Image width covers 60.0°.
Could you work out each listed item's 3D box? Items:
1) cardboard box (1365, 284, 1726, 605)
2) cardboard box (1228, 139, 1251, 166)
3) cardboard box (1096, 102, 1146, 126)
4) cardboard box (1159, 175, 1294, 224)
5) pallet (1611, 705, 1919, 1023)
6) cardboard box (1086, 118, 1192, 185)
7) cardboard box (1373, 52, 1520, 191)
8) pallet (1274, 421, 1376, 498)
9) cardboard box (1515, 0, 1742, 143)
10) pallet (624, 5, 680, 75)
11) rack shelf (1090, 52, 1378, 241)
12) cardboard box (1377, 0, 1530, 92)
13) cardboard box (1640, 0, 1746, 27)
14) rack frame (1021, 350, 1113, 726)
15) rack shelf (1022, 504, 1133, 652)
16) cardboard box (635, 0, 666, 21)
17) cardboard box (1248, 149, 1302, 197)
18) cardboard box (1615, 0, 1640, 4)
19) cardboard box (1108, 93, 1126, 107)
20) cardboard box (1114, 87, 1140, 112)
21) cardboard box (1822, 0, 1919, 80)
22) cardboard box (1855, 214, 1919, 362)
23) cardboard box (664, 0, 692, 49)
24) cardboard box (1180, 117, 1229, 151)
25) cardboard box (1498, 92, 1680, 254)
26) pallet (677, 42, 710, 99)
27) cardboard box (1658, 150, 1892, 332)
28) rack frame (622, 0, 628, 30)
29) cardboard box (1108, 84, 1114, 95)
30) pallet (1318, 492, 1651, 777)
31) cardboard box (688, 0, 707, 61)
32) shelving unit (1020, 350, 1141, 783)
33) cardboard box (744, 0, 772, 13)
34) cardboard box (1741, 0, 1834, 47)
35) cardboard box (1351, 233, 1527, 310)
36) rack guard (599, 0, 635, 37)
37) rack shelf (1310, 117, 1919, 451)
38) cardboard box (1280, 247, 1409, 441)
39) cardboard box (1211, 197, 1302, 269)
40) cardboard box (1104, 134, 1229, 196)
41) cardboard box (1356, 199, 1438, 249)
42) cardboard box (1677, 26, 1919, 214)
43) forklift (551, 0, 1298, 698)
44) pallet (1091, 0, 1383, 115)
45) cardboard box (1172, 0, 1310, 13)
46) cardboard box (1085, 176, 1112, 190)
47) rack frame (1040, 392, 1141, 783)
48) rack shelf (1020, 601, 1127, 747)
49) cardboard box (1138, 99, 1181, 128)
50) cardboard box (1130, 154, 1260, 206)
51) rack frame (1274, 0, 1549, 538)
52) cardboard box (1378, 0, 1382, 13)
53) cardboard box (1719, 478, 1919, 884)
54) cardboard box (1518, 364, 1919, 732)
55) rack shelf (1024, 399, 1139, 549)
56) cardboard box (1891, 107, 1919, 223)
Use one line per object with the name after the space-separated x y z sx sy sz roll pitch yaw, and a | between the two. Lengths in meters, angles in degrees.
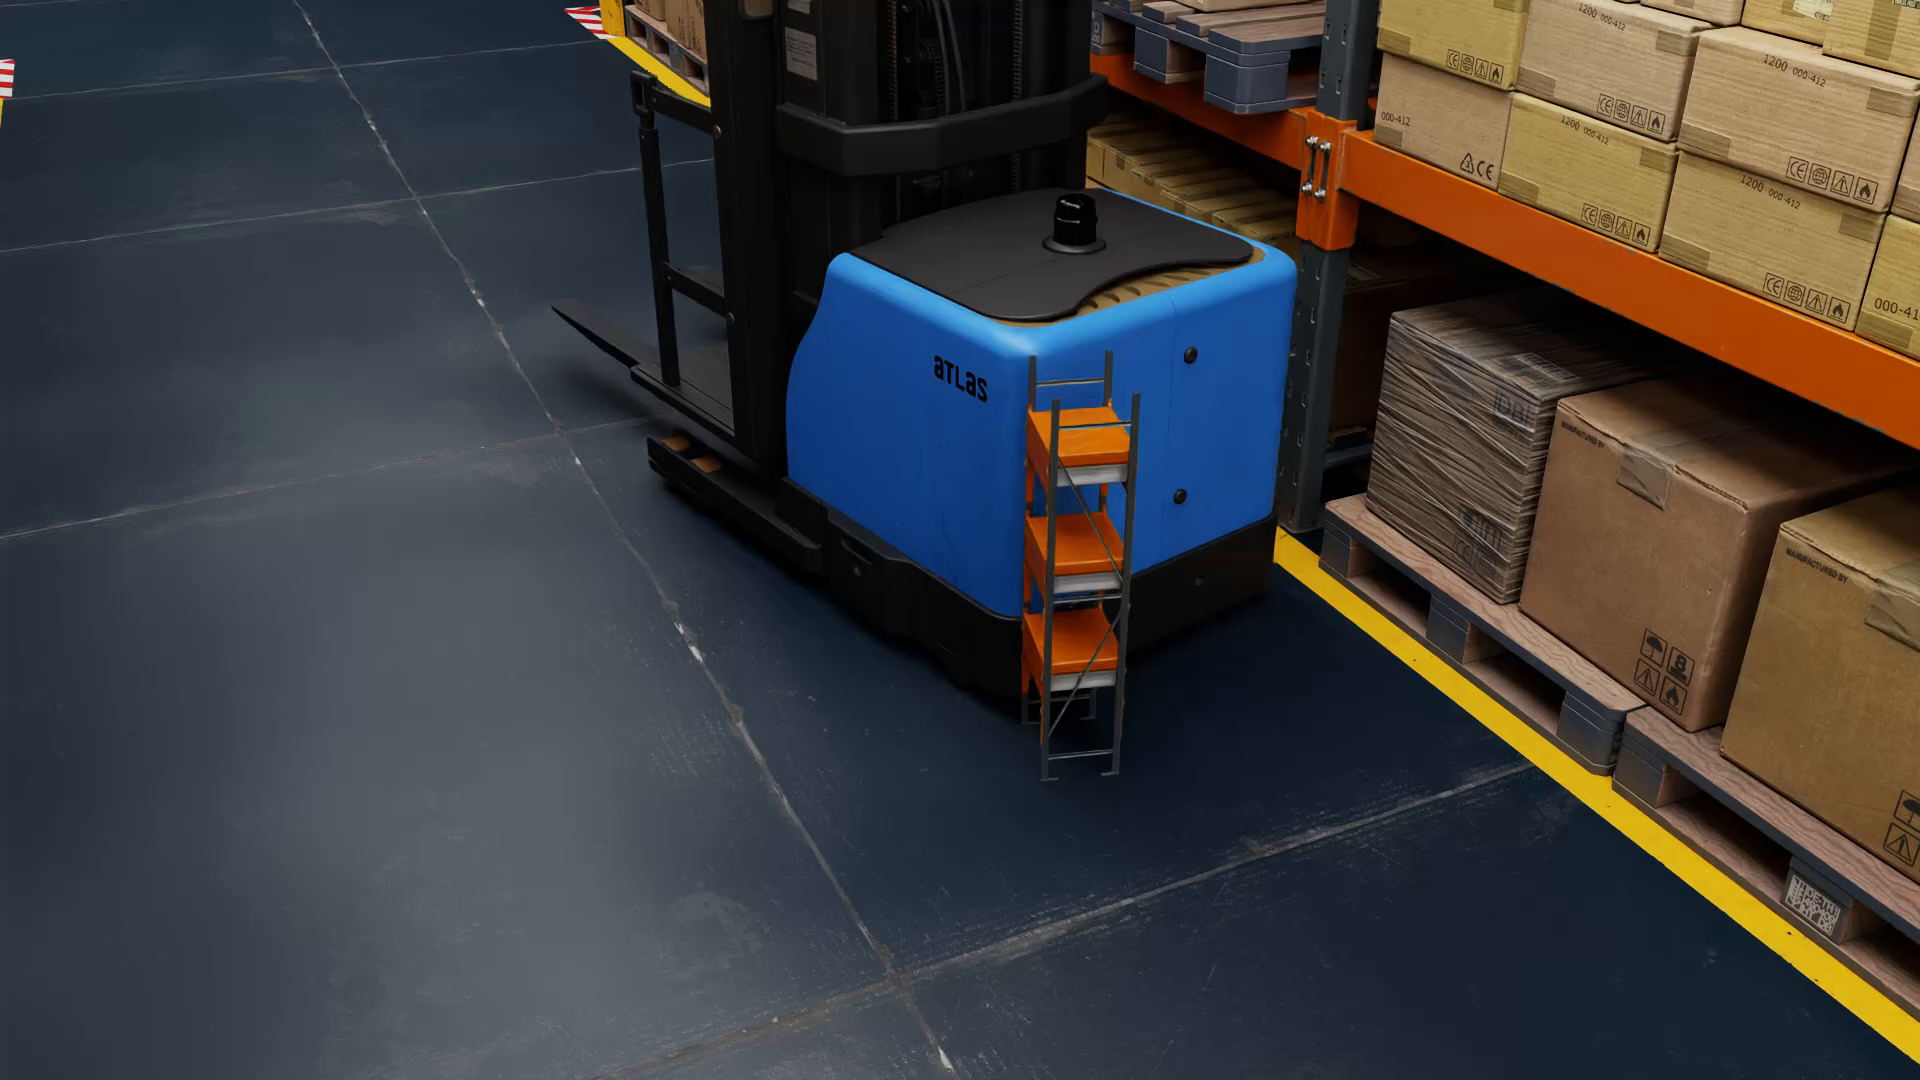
1.737 -0.317 4.747 0.875 0.625 0.625 -12 31 -20 | cardboard box
1.237 -1.475 6.277 0.380 0.149 0.250 -15 32 -24 | cardboard box
0.497 -1.581 6.465 0.380 0.149 0.250 -15 32 -24 | cardboard box
0.895 -1.103 5.613 0.380 0.149 0.250 -15 33 -25 | cardboard box
2.319 0.678 3.825 1.003 0.211 1.213 -13 32 -22 | pallet
0.642 -1.465 6.259 0.380 0.149 0.250 -14 32 -23 | cardboard box
1.451 -1.135 4.361 0.500 0.250 0.500 -13 32 -22 | cardboard box
1.195 -0.570 6.050 1.003 0.211 1.213 -13 32 -22 | pallet
1.665 -1.132 3.844 0.500 0.250 0.500 -12 31 -20 | cardboard box
-1.577 -3.380 11.062 1.003 0.211 1.213 -13 32 -22 | pallet
0.623 -2.018 6.517 1.077 0.370 4.000 -13 32 -22 | rack shelf
1.429 -1.348 4.230 0.500 0.250 0.500 -13 32 -22 | cardboard box
1.725 -1.234 3.617 0.380 0.149 0.250 -13 32 -21 | cardboard box
0.260 0.022 4.137 0.200 1.050 0.008 -5 30 -8 | rack frame
0.280 0.090 4.037 0.215 0.259 0.240 -5 30 -8 | rack shelf
-1.776 -3.786 11.058 0.797 0.503 0.637 -14 32 -24 | cardboard box
1.270 -1.336 6.029 0.380 0.149 0.250 -13 32 -21 | cardboard box
1.601 -1.346 3.819 0.380 0.149 0.250 -12 32 -21 | cardboard box
0.437 -1.700 6.678 0.380 0.149 0.250 -13 32 -22 | cardboard box
0.858 -1.808 6.871 0.380 0.149 0.250 -14 32 -24 | cardboard box
1.916 -1.004 3.208 0.380 0.149 0.250 -12 32 -21 | cardboard box
2.111 -0.457 3.151 0.500 0.250 0.500 -12 31 -20 | cardboard box
-1.444 -3.399 10.371 0.700 0.500 0.500 -12 31 -20 | cardboard box
1.081 -1.581 6.465 0.380 0.149 0.250 -14 32 -23 | cardboard box
1.663 -0.912 3.963 0.500 0.250 0.500 -14 32 -23 | cardboard box
-1.057 -2.842 10.103 1.003 0.211 1.213 -13 32 -22 | pallet
1.890 -0.686 3.560 0.500 0.250 0.500 -14 32 -24 | cardboard box
-1.953 -4.982 11.068 1.000 3.000 0.127 -13 32 -22 | rack frame
0.777 -1.926 7.081 0.380 0.149 0.250 -13 32 -21 | cardboard box
1.800 0.140 4.785 1.003 0.211 1.213 -13 32 -22 | pallet
-1.308 -3.145 9.917 0.500 0.500 0.500 -12 32 -21 | cardboard box
0.280 0.081 4.032 0.215 1.050 0.252 -5 30 -8 | shelving unit
-0.998 -2.941 9.554 0.700 0.500 0.500 -14 32 -24 | cardboard box
1.860 -1.129 3.431 0.380 0.149 0.250 -13 32 -21 | cardboard box
1.554 -0.786 5.711 0.500 0.500 0.500 -12 31 -20 | cardboard box
-1.920 -3.858 11.619 1.175 0.500 0.348 -13 32 -22 | rack guard
2.340 -0.251 3.366 1.077 0.370 4.000 -13 32 -22 | rack shelf
1.106 -0.683 5.527 0.500 0.500 0.500 -12 31 -21 | cardboard box
1.041 -0.989 5.410 0.380 0.149 0.250 -15 32 -24 | cardboard box
0.750 -1.355 6.062 0.380 0.149 0.250 -12 31 -21 | cardboard box
1.539 -1.120 5.643 0.380 0.149 0.250 -11 31 -19 | cardboard box
1.874 -0.897 3.425 0.500 0.250 0.500 -14 32 -23 | cardboard box
-0.387 -1.521 4.966 1.130 2.935 3.031 -21 35 -33 | forklift
1.127 -1.649 5.320 1.213 0.211 1.003 -13 32 -22 | pallet
0.853 -1.731 5.098 0.380 0.149 0.250 -12 32 -21 | cardboard box
0.673 -1.137 6.337 0.500 0.500 0.500 -12 31 -20 | cardboard box
0.301 0.140 3.927 0.200 1.050 0.008 -5 30 -8 | rack frame
0.280 0.333 4.173 0.215 0.259 0.240 -5 30 -8 | rack shelf
0.936 -1.680 6.642 0.380 0.149 0.250 -13 32 -22 | cardboard box
0.822 -1.229 5.837 0.380 0.149 0.250 -14 32 -24 | cardboard box
1.481 -1.448 4.766 1.000 3.000 0.127 -13 32 -22 | rack frame
1.402 -1.935 5.103 0.500 0.500 0.500 -12 31 -20 | cardboard box
2.314 0.267 3.705 0.875 0.625 0.625 -14 32 -24 | cardboard box
2.024 -0.030 4.236 0.875 0.625 0.625 -12 31 -20 | cardboard box
0.280 -0.157 3.898 0.215 0.259 0.240 -5 30 -8 | rack shelf
2.116 -0.677 3.032 0.500 0.250 0.500 -13 32 -21 | cardboard box
